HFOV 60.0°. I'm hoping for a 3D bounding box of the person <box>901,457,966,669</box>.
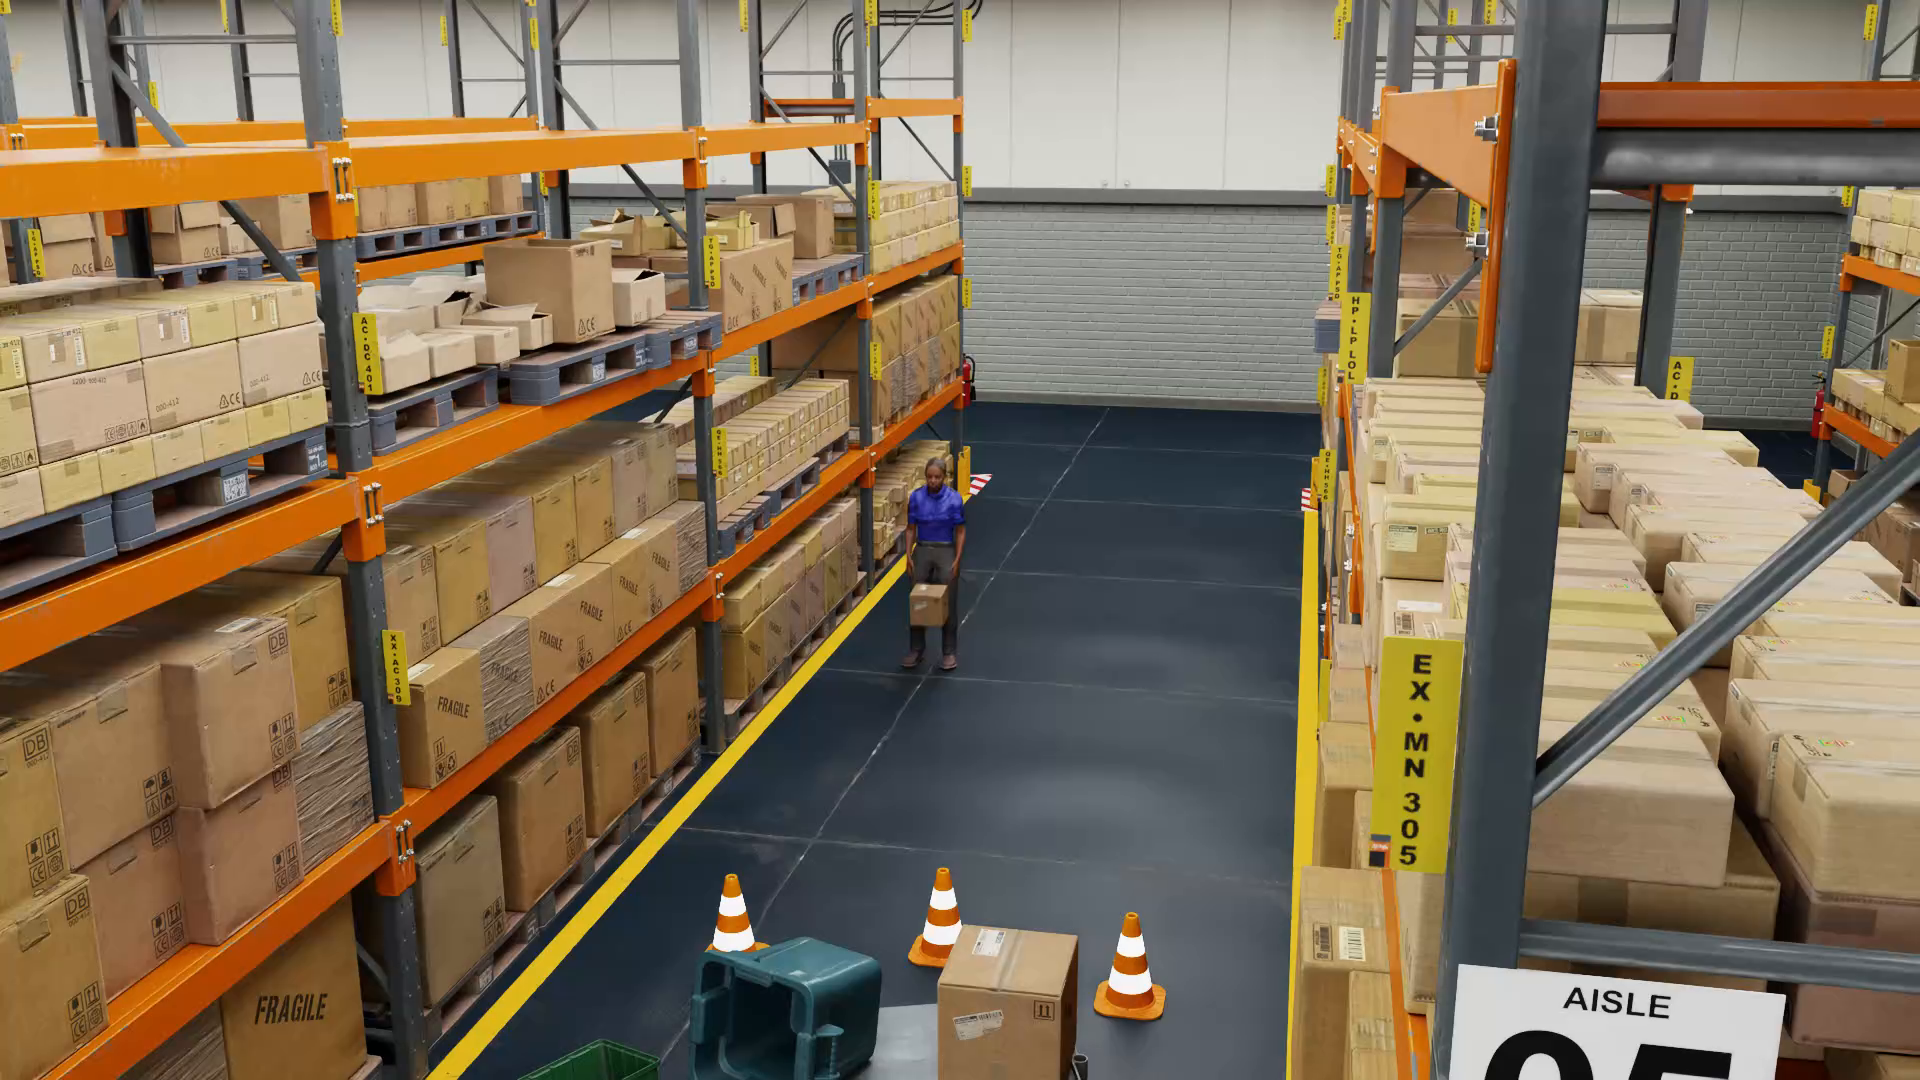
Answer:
[{"bbox_3d":[-0.201,0.166,12.882,0.492,1.660,0.345,3,15,10],"label":"person"}]
